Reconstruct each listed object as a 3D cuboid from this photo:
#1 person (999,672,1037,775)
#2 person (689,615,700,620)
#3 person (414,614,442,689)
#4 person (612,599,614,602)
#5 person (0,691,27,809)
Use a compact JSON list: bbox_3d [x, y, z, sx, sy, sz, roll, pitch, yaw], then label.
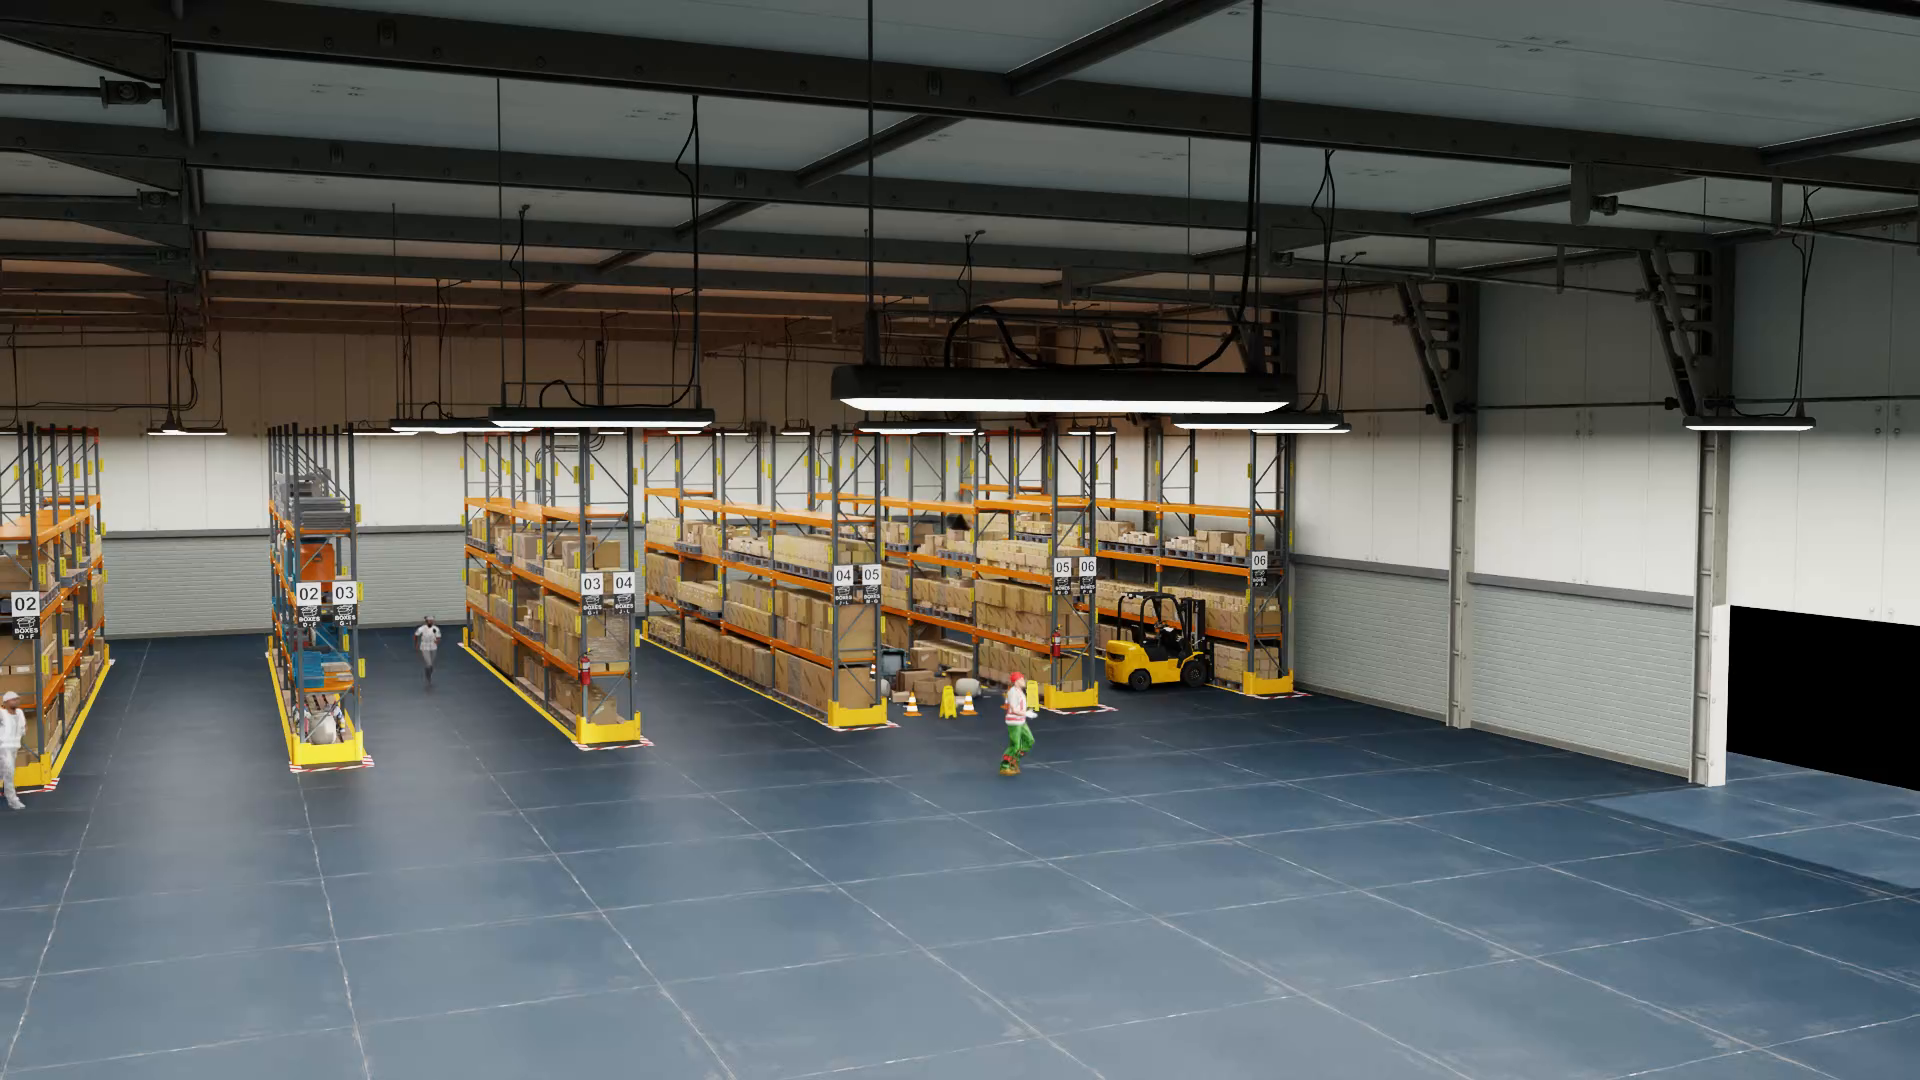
[{"bbox_3d":[1.004,3.118,28.190,0.676,1.785,0.686,1,4,16],"label":"person"},{"bbox_3d":[-7.952,1.884,49.223,0.814,1.759,0.771,2,4,28],"label":"person"},{"bbox_3d":[-12.183,2.556,38.150,0.536,1.726,0.801,-3,4,-38],"label":"person"},{"bbox_3d":[-8.992,2.123,44.341,0.668,1.789,0.986,-1,4,-16],"label":"person"},{"bbox_3d":[-14.893,3.263,25.993,0.926,1.796,0.708,1,4,12],"label":"person"}]
